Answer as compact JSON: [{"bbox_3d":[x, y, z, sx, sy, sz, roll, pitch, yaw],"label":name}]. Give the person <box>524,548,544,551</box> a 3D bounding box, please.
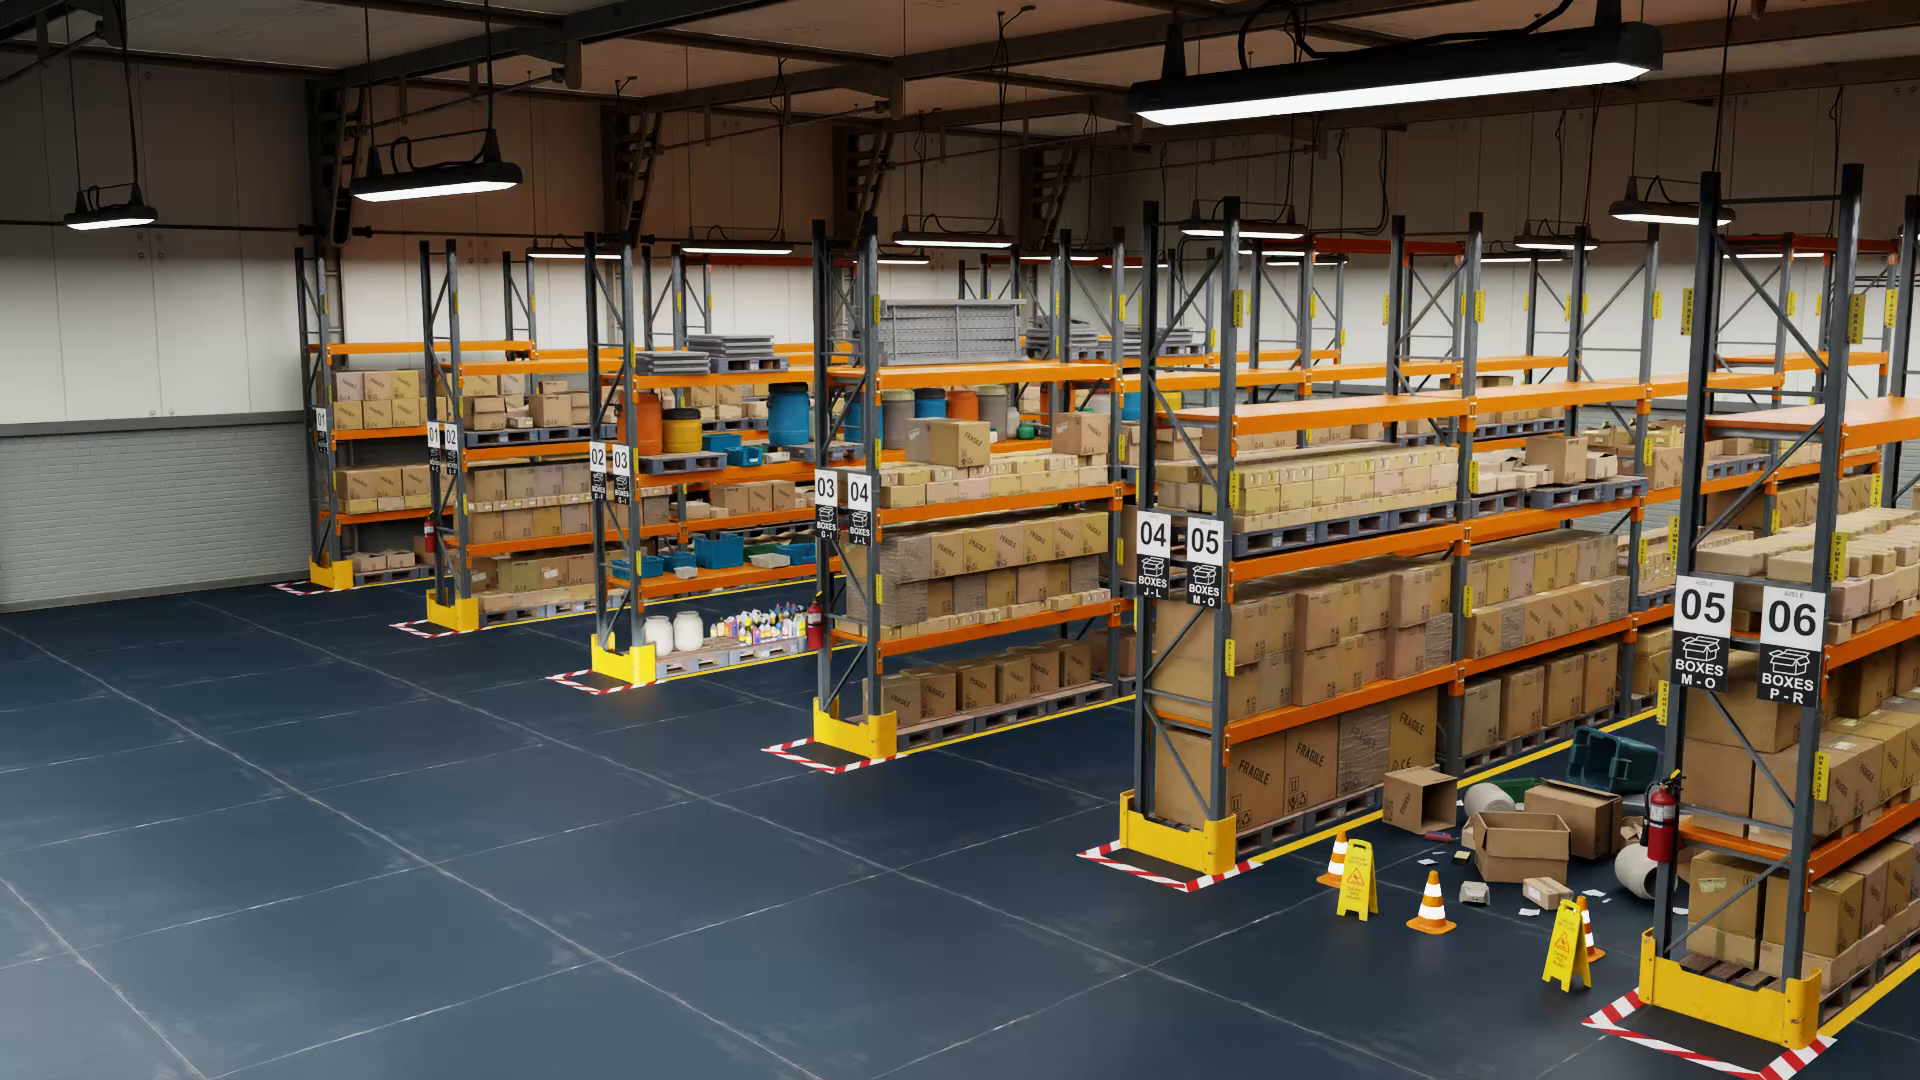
[{"bbox_3d":[-7.718,-0.066,29.783,0.570,1.707,1.080,3,9,18],"label":"person"}]
